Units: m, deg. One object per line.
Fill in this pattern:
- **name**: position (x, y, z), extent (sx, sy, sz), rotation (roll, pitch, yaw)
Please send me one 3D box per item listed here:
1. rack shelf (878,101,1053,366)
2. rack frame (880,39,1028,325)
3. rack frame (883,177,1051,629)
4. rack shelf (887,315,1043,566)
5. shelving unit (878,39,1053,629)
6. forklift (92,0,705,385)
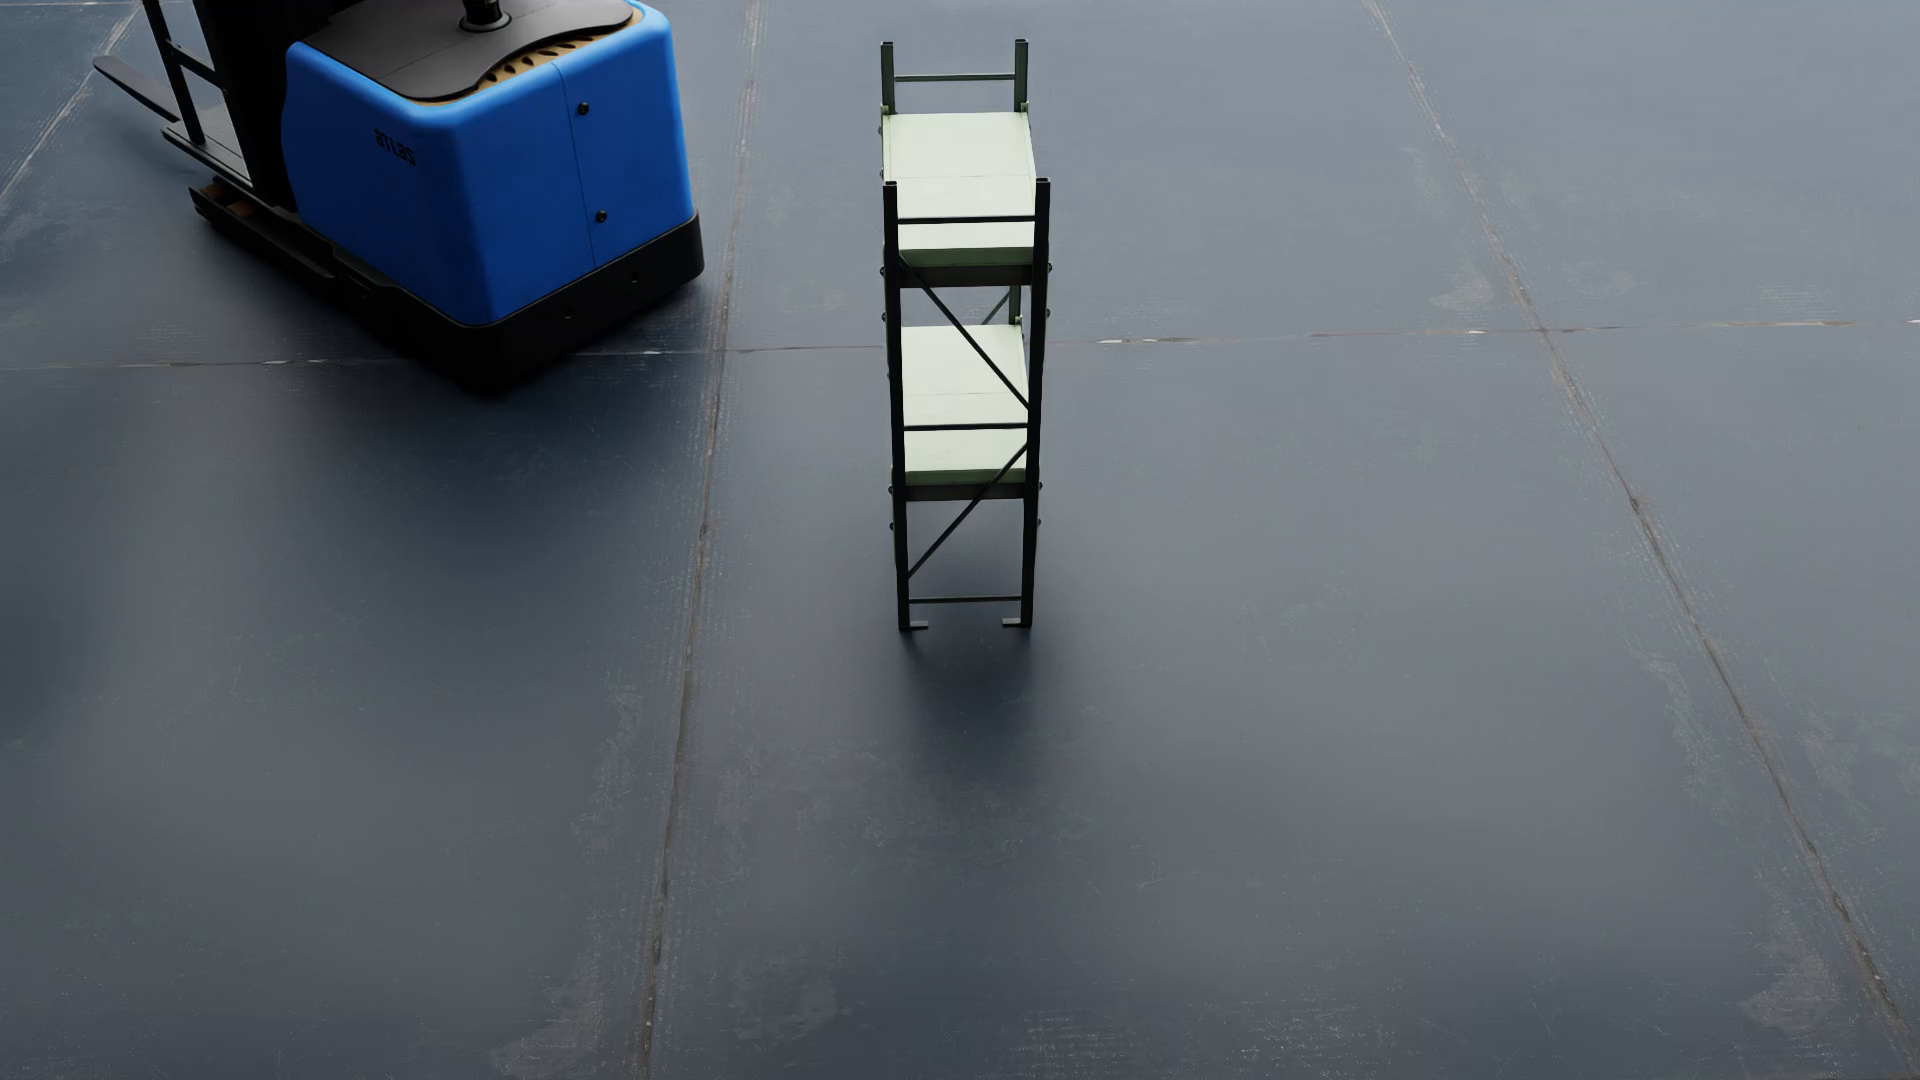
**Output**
- **rack shelf**: position (0.000, -0.836, 4.475), extent (0.431, 0.370, 0.720), rotation (-2, 43, -2)
- **rack frame**: position (-0.015, -0.795, 5.008), extent (0.400, 1.500, 0.023), rotation (-2, 43, -2)
- **rack frame**: position (0.016, -0.301, 4.469), extent (0.400, 1.500, 0.023), rotation (-2, 43, -2)
- **rack shelf**: position (0.000, -0.308, 4.959), extent (0.431, 0.370, 0.720), rotation (-2, 43, -2)
- **shelving unit**: position (0.000, -0.548, 4.738), extent (0.431, 1.500, 0.755), rotation (-2, 43, -2)
- **forklift**: position (-2.397, -2.476, 5.782), extent (3.031, 2.935, 1.130), rotation (31, 51, 29)
